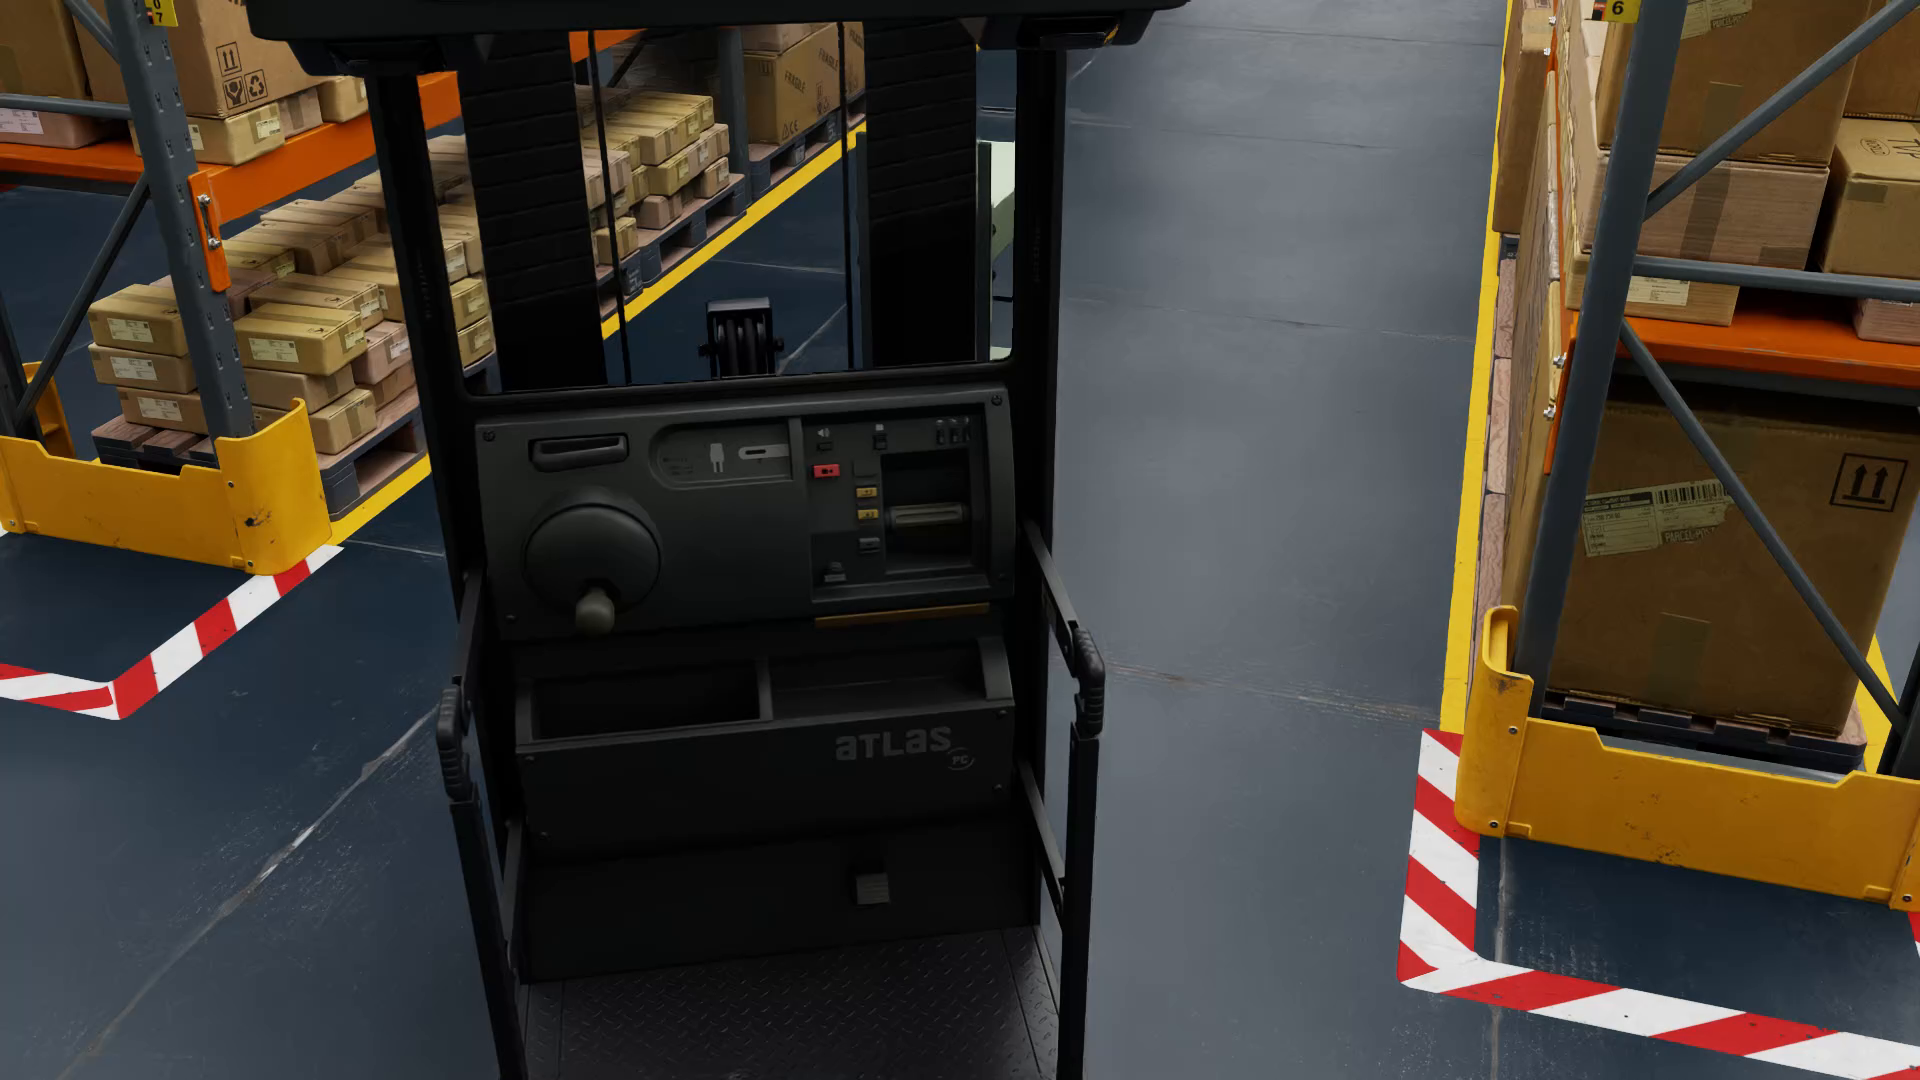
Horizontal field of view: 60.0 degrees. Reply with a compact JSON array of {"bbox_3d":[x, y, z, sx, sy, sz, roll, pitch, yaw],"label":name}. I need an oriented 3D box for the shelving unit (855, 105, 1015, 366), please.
[{"bbox_3d":[0.002,-0.659,5.391,0.431,1.500,0.755,8,30,15],"label":"shelving unit"}]

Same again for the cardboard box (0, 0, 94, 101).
[{"bbox_3d":[-2.910,-1.730,5.366,0.500,0.500,0.500,9,30,16],"label":"cardboard box"}]

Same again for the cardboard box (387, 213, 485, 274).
[{"bbox_3d":[-2.071,-1.202,6.714,0.380,0.149,0.250,10,31,17],"label":"cardboard box"}]

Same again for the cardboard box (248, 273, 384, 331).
[{"bbox_3d":[-2.351,-0.849,6.079,0.380,0.149,0.250,9,30,16],"label":"cardboard box"}]

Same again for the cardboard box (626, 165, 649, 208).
[{"bbox_3d":[-1.707,-1.689,7.895,0.380,0.149,0.250,9,30,15],"label":"cardboard box"}]

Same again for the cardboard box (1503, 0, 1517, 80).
[{"bbox_3d":[4.042,-3.211,10.191,1.225,0.875,0.875,7,30,13],"label":"cardboard box"}]

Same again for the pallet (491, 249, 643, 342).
[{"bbox_3d":[-2.141,-1.065,7.448,1.003,0.211,1.213,8,30,15],"label":"pallet"}]

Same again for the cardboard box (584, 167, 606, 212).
[{"bbox_3d":[-1.790,-1.548,7.337,0.380,0.149,0.250,7,30,13],"label":"cardboard box"}]

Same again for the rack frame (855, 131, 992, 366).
[{"bbox_3d":[-0.105,-0.488,5.085,0.400,1.500,0.023,8,30,15],"label":"rack frame"}]

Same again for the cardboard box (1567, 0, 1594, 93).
[{"bbox_3d":[2.252,-1.599,5.386,0.500,0.250,0.500,9,30,15],"label":"cardboard box"}]

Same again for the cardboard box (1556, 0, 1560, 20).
[{"bbox_3d":[2.686,-2.215,6.905,0.380,0.149,0.250,9,30,15],"label":"cardboard box"}]

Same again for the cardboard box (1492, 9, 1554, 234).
[{"bbox_3d":[3.259,-1.970,7.960,1.225,0.875,0.875,9,30,15],"label":"cardboard box"}]

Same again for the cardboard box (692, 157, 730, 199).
[{"bbox_3d":[-1.411,-1.877,8.539,0.380,0.149,0.250,9,30,16],"label":"cardboard box"}]

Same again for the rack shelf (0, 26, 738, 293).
[{"bbox_3d":[-2.209,-1.926,6.867,1.077,0.370,4.000,8,30,15],"label":"rack shelf"}]

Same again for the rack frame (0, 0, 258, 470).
[{"bbox_3d":[-2.796,-1.311,5.021,1.000,3.000,0.127,8,30,15],"label":"rack frame"}]

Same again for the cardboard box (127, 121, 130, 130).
[{"bbox_3d":[-2.861,-1.503,5.625,0.380,0.149,0.250,8,30,15],"label":"cardboard box"}]

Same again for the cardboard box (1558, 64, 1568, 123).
[{"bbox_3d":[2.229,-1.491,5.603,0.380,0.149,0.250,8,30,13],"label":"cardboard box"}]

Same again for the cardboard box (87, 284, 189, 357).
[{"bbox_3d":[-2.882,-0.791,5.975,0.380,0.149,0.250,9,30,15],"label":"cardboard box"}]

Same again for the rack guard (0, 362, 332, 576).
[{"bbox_3d":[-2.773,-0.254,5.692,1.175,0.500,0.348,8,30,15],"label":"rack guard"}]

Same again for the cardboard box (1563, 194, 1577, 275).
[{"bbox_3d":[1.781,-0.780,4.325,0.380,0.149,0.250,9,30,15],"label":"cardboard box"}]

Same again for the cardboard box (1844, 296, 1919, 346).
[{"bbox_3d":[2.336,-0.564,3.937,0.380,0.149,0.250,9,30,15],"label":"cardboard box"}]

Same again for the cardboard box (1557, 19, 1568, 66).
[{"bbox_3d":[2.456,-1.848,6.245,0.380,0.149,0.250,8,30,13],"label":"cardboard box"}]

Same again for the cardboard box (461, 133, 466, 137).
[{"bbox_3d":[-2.140,-1.868,7.912,0.380,0.149,0.250,8,30,14],"label":"cardboard box"}]

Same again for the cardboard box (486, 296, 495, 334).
[{"bbox_3d":[-2.107,-0.931,6.839,0.380,0.149,0.250,9,30,15],"label":"cardboard box"}]

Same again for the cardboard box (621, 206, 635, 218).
[{"bbox_3d":[-1.776,-1.531,7.917,0.380,0.149,0.250,8,30,14],"label":"cardboard box"}]

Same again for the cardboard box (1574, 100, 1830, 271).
[{"bbox_3d":[1.805,-0.884,4.101,0.500,0.250,0.500,8,30,14],"label":"cardboard box"}]

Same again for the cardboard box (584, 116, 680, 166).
[{"bbox_3d":[-1.580,-1.924,8.012,0.380,0.149,0.250,8,30,14],"label":"cardboard box"}]

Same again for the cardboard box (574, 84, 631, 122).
[{"bbox_3d":[-1.921,-2.237,8.574,0.380,0.149,0.250,10,31,17],"label":"cardboard box"}]

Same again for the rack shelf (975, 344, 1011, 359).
[{"bbox_3d":[0.002,-0.374,5.549,0.431,0.370,0.720,8,30,15],"label":"rack shelf"}]

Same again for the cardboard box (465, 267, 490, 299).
[{"bbox_3d":[-2.109,-1.072,6.786,0.380,0.149,0.250,7,30,12],"label":"cardboard box"}]

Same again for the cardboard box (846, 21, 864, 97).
[{"bbox_3d":[-0.857,-3.058,10.301,0.500,0.500,0.500,9,30,16],"label":"cardboard box"}]

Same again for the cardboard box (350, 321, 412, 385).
[{"bbox_3d":[-2.262,-0.705,6.126,0.380,0.149,0.250,8,30,15],"label":"cardboard box"}]

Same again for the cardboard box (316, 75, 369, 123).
[{"bbox_3d":[-2.222,-1.547,5.703,0.380,0.149,0.250,8,30,13],"label":"cardboard box"}]

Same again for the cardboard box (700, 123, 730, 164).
[{"bbox_3d":[-1.410,-2.046,8.537,0.380,0.149,0.250,9,30,16],"label":"cardboard box"}]

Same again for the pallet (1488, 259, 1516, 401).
[{"bbox_3d":[2.792,-0.854,7.069,1.003,0.211,1.213,8,30,15],"label":"pallet"}]

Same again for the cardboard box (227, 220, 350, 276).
[{"bbox_3d":[-2.663,-1.149,6.619,0.380,0.149,0.250,7,30,13],"label":"cardboard box"}]

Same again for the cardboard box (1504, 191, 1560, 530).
[{"bbox_3d":[2.295,-0.543,5.394,0.875,0.875,0.875,8,30,15],"label":"cardboard box"}]

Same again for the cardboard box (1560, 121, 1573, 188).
[{"bbox_3d":[2.004,-1.134,4.961,0.380,0.149,0.250,8,30,14],"label":"cardboard box"}]

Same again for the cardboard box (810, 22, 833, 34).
[{"bbox_3d":[-0.998,-3.142,9.681,0.500,0.250,0.500,9,30,16],"label":"cardboard box"}]

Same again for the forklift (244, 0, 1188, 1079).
[{"bbox_3d":[-0.328,-0.008,2.749,1.130,2.935,3.031,-5,29,-8],"label":"forklift"}]

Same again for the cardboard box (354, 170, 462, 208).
[{"bbox_3d":[-2.404,-1.514,7.275,0.380,0.149,0.250,9,30,15],"label":"cardboard box"}]

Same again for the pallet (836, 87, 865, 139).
[{"bbox_3d":[-1.038,-2.882,10.714,1.003,0.211,1.213,8,30,15],"label":"pallet"}]

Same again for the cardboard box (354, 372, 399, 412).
[{"bbox_3d":[-2.337,-0.580,6.207,0.380,0.149,0.250,8,30,15],"label":"cardboard box"}]

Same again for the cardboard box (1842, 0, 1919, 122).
[{"bbox_3d":[2.462,-1.365,4.196,0.500,0.500,0.500,8,30,14],"label":"cardboard box"}]
